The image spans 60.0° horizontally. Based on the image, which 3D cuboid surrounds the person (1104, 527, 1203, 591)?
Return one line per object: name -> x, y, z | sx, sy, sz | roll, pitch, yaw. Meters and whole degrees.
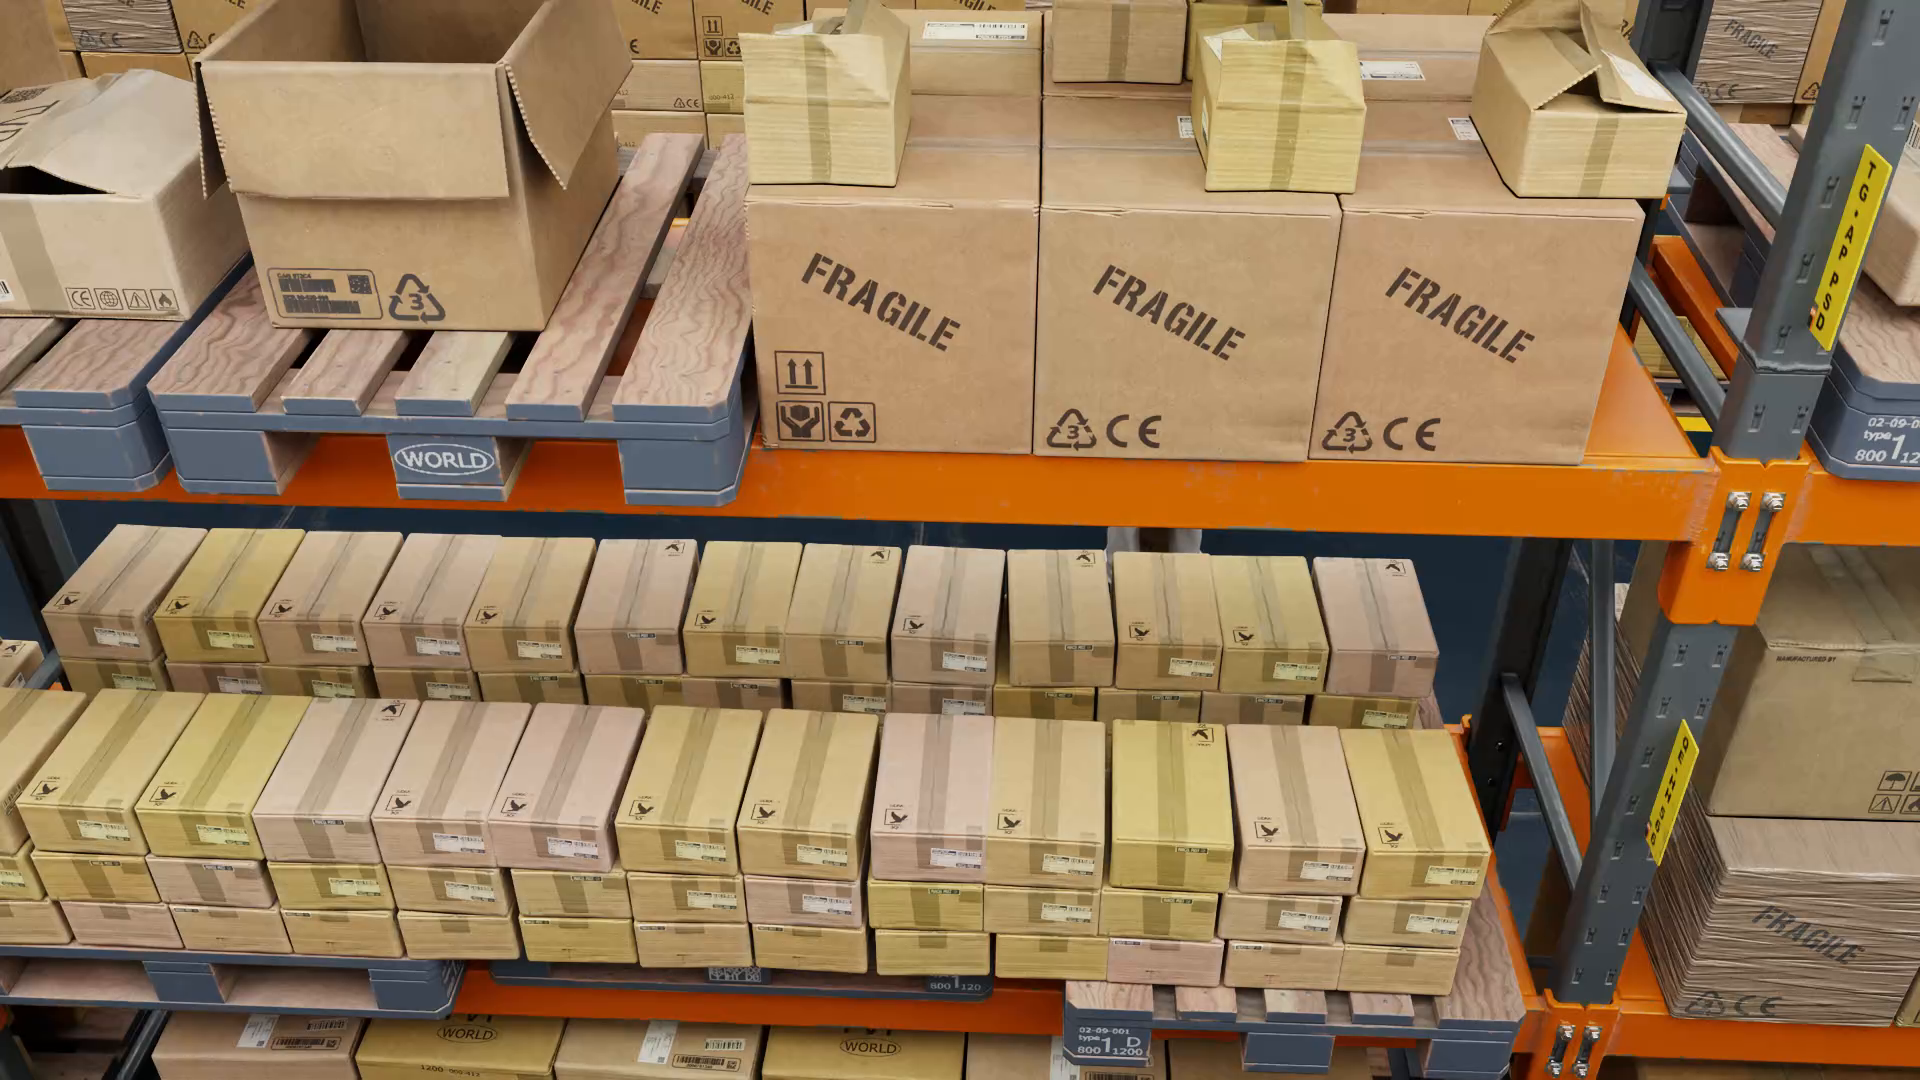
person -> 0.815, -0.522, 6.900 | 0.643, 1.772, 0.429 | 0, 35, 0
